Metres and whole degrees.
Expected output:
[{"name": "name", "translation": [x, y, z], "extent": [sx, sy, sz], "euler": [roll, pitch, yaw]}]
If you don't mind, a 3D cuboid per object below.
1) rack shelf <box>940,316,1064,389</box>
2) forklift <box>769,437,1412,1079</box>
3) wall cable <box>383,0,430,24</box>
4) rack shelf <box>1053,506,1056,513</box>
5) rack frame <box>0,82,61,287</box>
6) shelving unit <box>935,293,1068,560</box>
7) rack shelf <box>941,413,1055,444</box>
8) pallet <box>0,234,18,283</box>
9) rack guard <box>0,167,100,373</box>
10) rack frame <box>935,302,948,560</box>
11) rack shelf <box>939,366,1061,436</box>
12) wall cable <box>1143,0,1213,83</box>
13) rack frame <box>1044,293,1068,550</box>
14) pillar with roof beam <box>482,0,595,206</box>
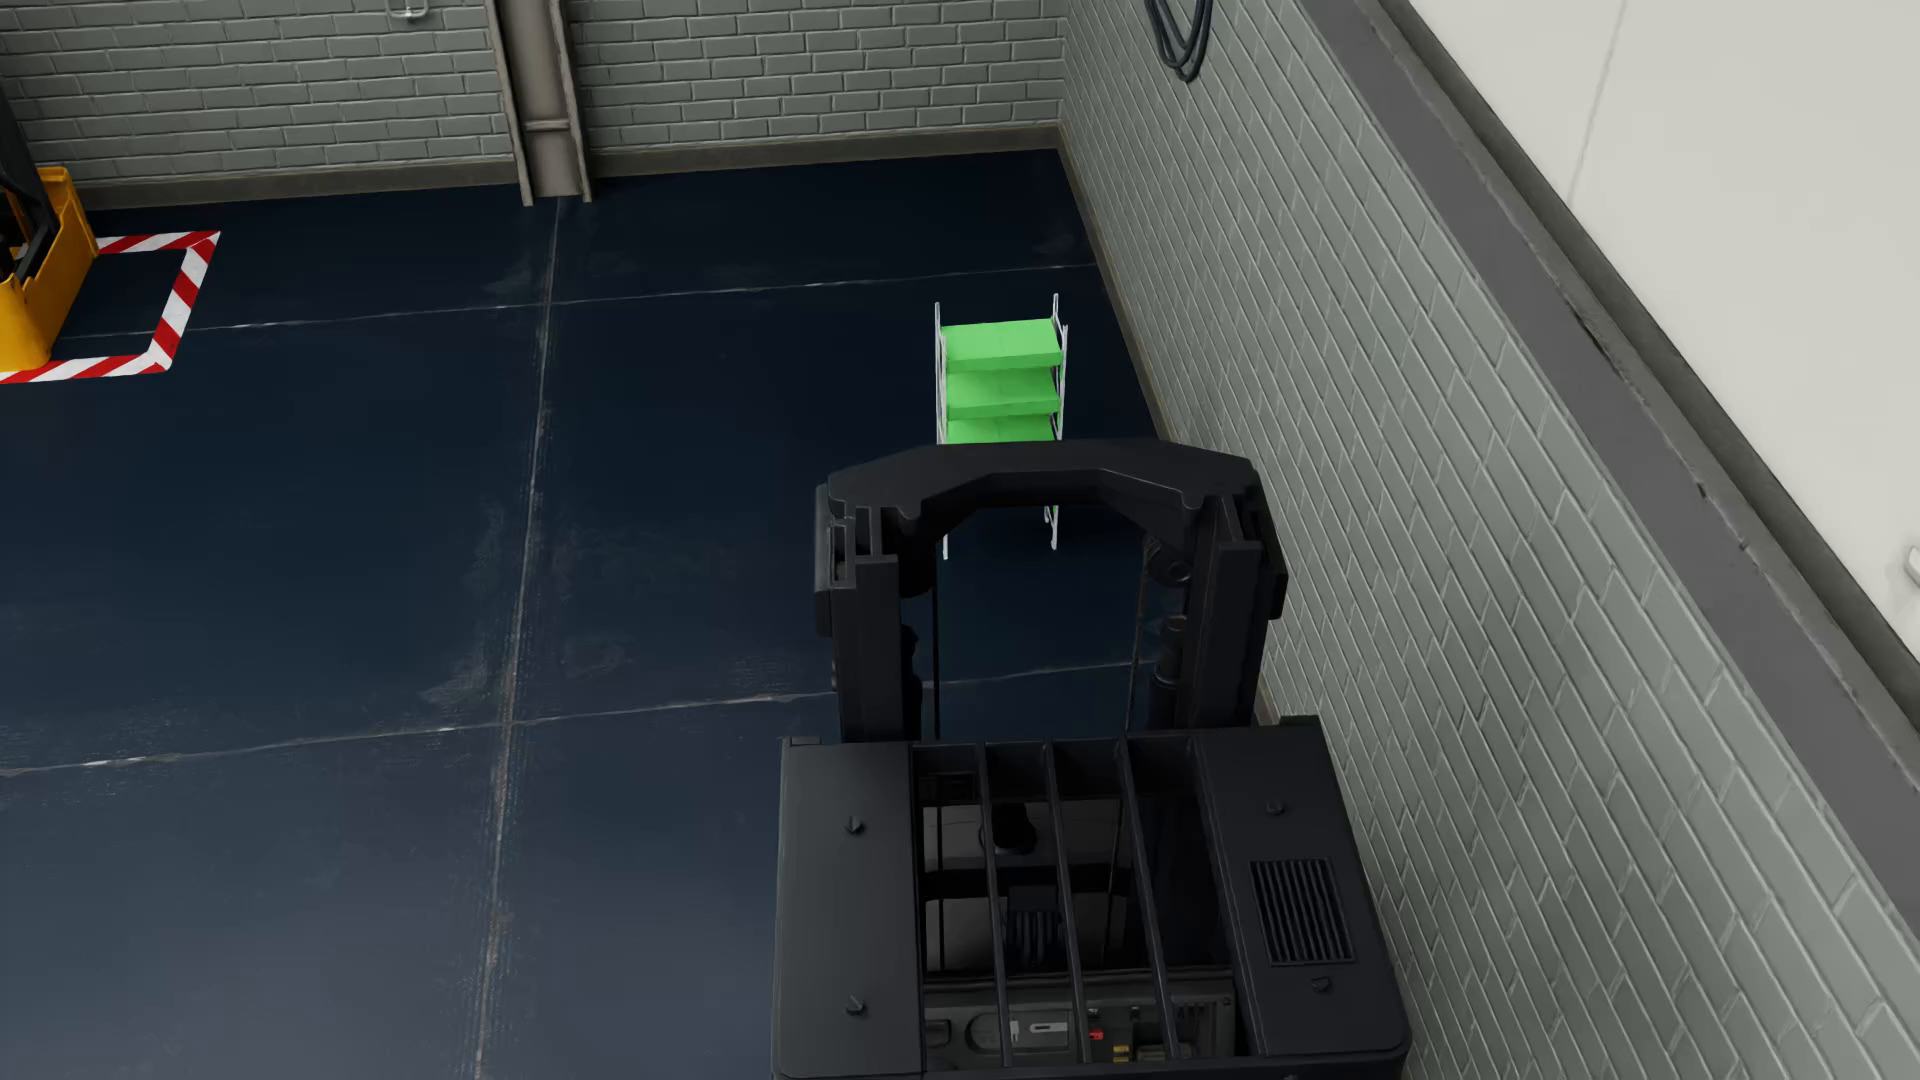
[{"name": "rack shelf", "translation": [0.164, -0.769, 6.800], "extent": [0.480, 0.148, 0.258], "euler": [-5, 42, -6]}, {"name": "forklift", "translation": [0.202, 1.340, 3.792], "extent": [1.130, 2.935, 3.031], "euler": [-2, 42, -2]}, {"name": "wall cable", "translation": [-3.760, -3.468, 8.312], "extent": [1.851, 1.984, 0.084], "euler": [-5, 42, -6]}, {"name": "rack shelf", "translation": [0.164, -0.234, 7.283], "extent": [0.480, 0.148, 0.258], "euler": [-5, 42, -6]}, {"name": "rack frame", "translation": [-4.907, -2.352, 7.833], "extent": [0.127, 3.000, 1.000], "euler": [-5, 42, -6]}, {"name": "shelving unit", "translation": [0.164, -0.460, 7.079], "extent": [0.503, 1.200, 0.258], "euler": [-5, 42, -6]}, {"name": "rack shelf", "translation": [0.164, -0.412, 7.122], "extent": [0.480, 0.148, 0.258], "euler": [-5, 42, -6]}, {"name": "pallet", "translation": [-5.690, -1.195, 8.632], "extent": [1.213, 0.211, 1.003], "euler": [-5, 42, -6]}, {"name": "rack guard", "translation": [-4.884, -1.426, 8.672], "extent": [0.348, 0.500, 1.175], "euler": [-5, 42, -6]}, {"name": "rack frame", "translation": [-0.078, -0.439, 7.056], "extent": [0.015, 1.200, 0.240], "euler": [-5, 42, -6]}, {"name": "rack shelf", "translation": [0.164, -0.591, 6.961], "extent": [0.480, 0.148, 0.258], "euler": [-5, 42, -6]}, {"name": "wall cable", "translation": [0.747, -3.680, 7.145], "extent": [0.112, 2.526, 3.097], "euler": [-5, 42, -6]}, {"name": "rack frame", "translation": [0.406, -0.481, 7.103], "extent": [0.015, 1.200, 0.240], "euler": [-5, 42, -6]}, {"name": "pillar with roof beam", "translation": [-1.784, -2.529, 3.551], "extent": [0.400, 9.000, 9.100], "euler": [-5, 42, -6]}]
